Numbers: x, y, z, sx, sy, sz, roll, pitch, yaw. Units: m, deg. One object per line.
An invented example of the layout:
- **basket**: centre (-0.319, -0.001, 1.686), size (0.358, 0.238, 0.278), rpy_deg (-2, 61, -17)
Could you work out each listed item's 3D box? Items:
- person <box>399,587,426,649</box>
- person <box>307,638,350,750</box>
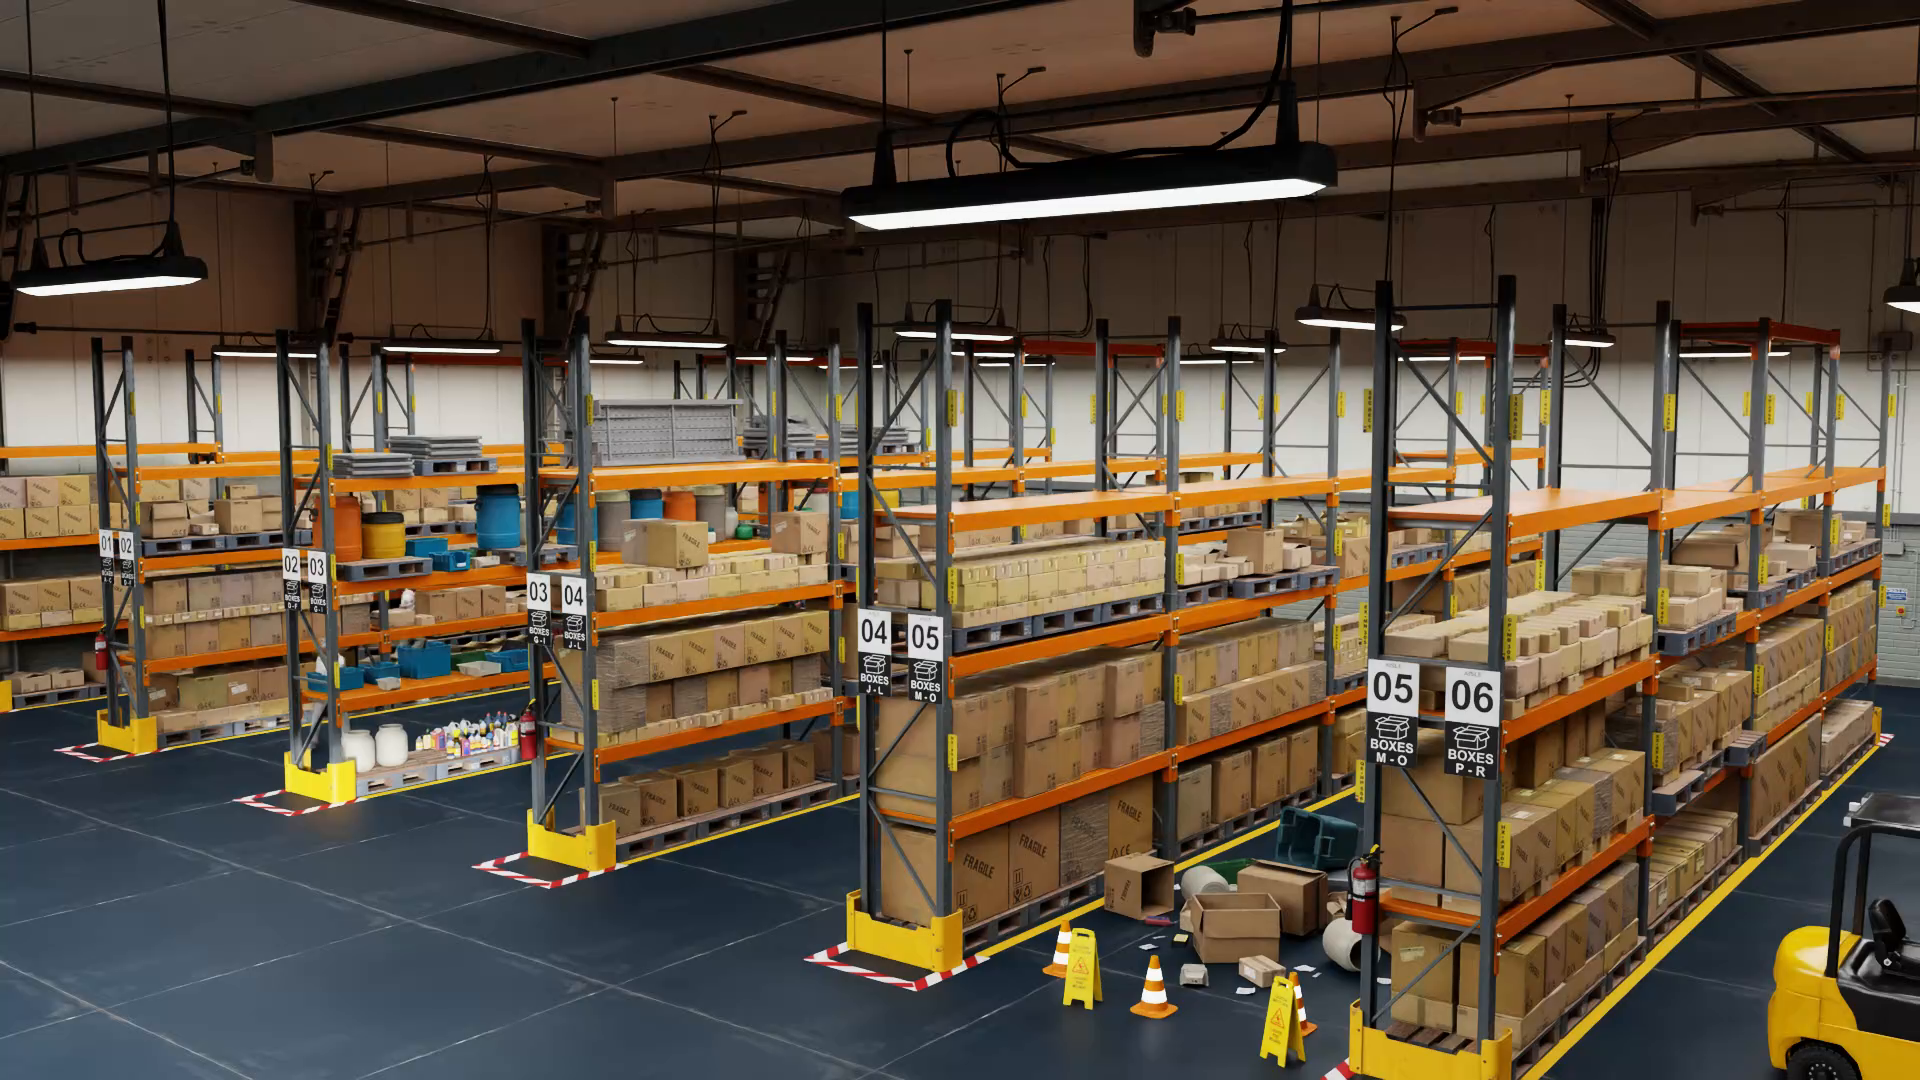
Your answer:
- **person**: centre (-10.363, 1.565, 31.262), size (0.539, 1.769, 0.561), rpy_deg (-4, 6, -40)
- **person**: centre (-9.234, 2.222, 24.282), size (0.487, 1.613, 0.989), rpy_deg (0, 5, 1)
